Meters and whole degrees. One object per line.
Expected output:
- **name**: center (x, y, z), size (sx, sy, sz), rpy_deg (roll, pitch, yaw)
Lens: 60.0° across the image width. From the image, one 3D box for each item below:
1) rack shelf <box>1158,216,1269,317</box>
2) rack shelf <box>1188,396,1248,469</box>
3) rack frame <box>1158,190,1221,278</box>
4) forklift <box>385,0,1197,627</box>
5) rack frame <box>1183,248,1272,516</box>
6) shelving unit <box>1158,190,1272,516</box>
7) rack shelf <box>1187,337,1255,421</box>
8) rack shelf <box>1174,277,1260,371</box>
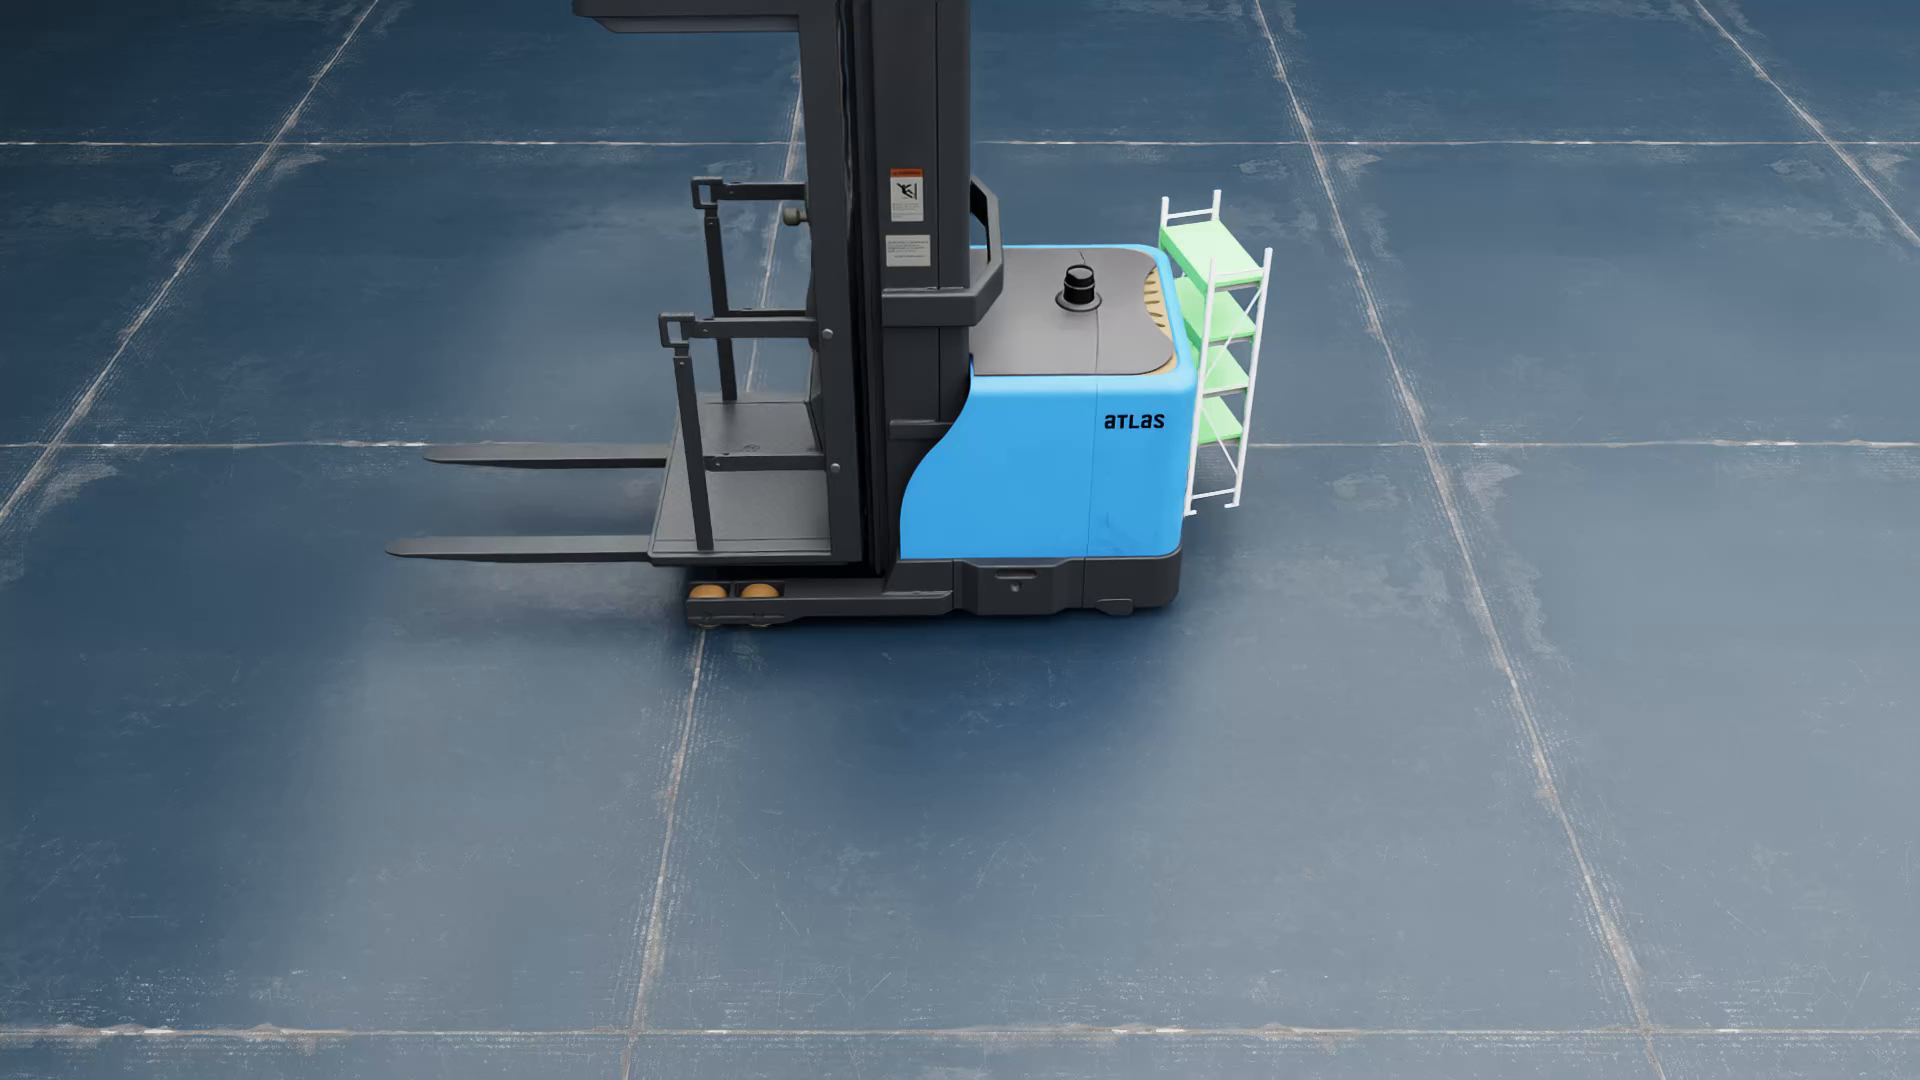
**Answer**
- **rack shelf**: center (0.976, -1.065, 6.455), size (0.258, 0.148, 0.480), rpy_deg (-10, 40, -12)
- **rack shelf**: center (0.976, -0.504, 6.905), size (0.258, 0.148, 0.480), rpy_deg (-10, 40, -12)
- **rack frame**: center (0.909, -0.887, 6.898), size (0.240, 1.200, 0.015), rpy_deg (-10, 40, -12)
- **forklift**: center (-0.682, -1.146, 5.837), size (3.031, 2.935, 1.130), rpy_deg (-1, 39, -1)
- **rack frame**: center (1.043, -0.594, 6.532), size (0.240, 1.200, 0.015), rpy_deg (-10, 40, -12)
- **shelving unit**: center (0.976, -0.741, 6.715), size (0.258, 1.200, 0.503), rpy_deg (-10, 40, -12)
- **rack shelf**: center (0.976, -0.691, 6.755), size (0.258, 0.148, 0.480), rpy_deg (-10, 40, -12)
- **rack shelf**: center (0.976, -0.878, 6.605), size (0.258, 0.148, 0.480), rpy_deg (-10, 40, -12)
